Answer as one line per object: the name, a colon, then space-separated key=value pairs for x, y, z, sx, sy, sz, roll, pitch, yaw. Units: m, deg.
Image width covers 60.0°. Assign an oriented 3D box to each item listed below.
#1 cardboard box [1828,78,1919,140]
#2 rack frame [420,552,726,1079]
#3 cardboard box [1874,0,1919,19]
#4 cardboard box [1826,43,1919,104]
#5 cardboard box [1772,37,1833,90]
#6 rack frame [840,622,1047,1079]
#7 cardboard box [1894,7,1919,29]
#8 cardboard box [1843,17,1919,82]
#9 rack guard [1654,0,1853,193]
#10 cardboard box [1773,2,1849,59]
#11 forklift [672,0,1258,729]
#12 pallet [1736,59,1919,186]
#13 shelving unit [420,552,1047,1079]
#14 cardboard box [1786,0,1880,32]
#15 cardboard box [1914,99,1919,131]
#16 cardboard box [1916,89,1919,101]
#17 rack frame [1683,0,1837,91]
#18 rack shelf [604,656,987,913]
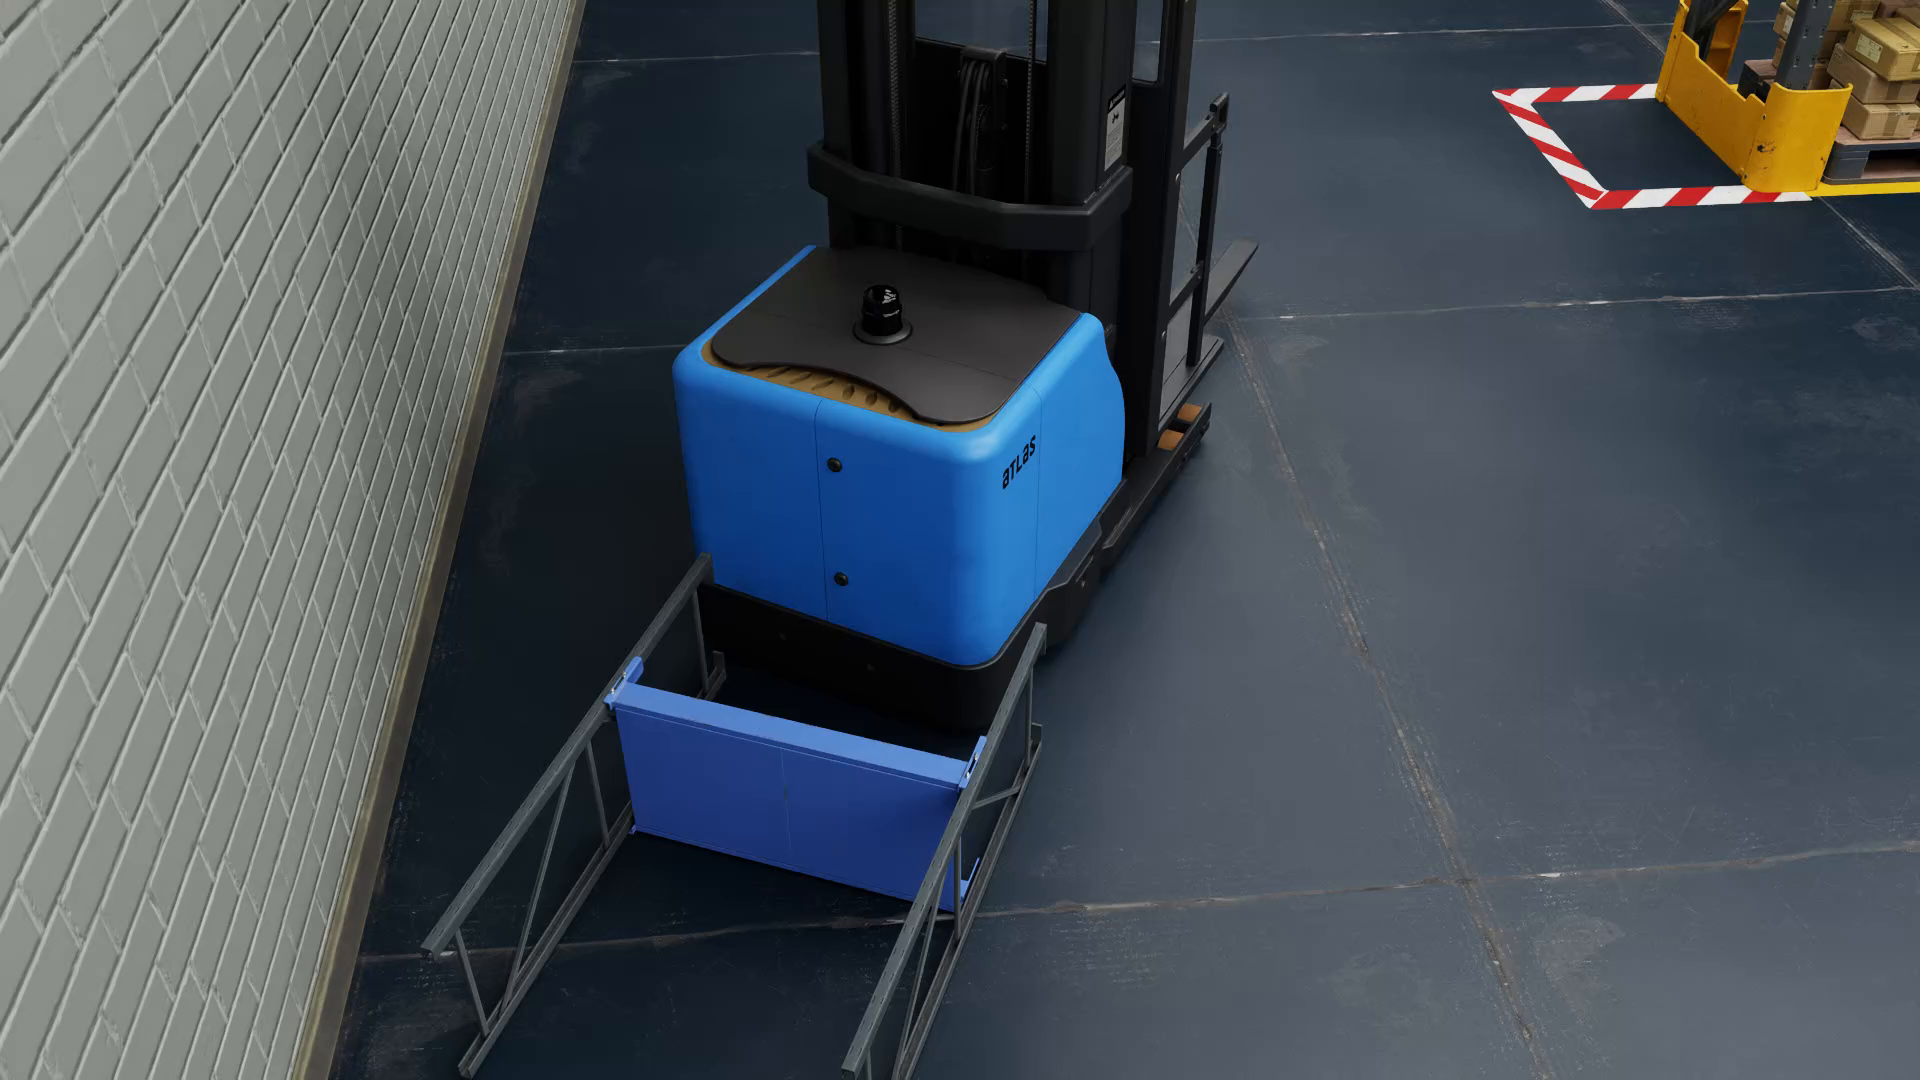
cardboard box: x=4.320 y=-2.048 z=7.886 sx=0.250 sy=0.149 sz=0.380 roll=-2 pitch=38 yaw=-3
rack frame: x=-0.973 y=0.675 z=4.460 sx=0.032 sy=0.500 sz=1.500 roll=11 pitch=40 yaw=14
cardboard box: x=4.530 y=-2.614 z=8.123 sx=0.250 sy=0.149 sz=0.380 roll=-2 pitch=38 yaw=-3
cardboard box: x=4.314 y=-2.204 z=7.844 sx=0.250 sy=0.149 sz=0.380 roll=-2 pitch=38 yaw=-2
cardboard box: x=4.276 y=-2.374 z=8.300 sx=0.250 sy=0.149 sz=0.380 roll=-3 pitch=38 yaw=-3
rack frame: x=-0.006 y=0.869 z=4.214 sx=0.032 sy=0.500 sz=1.500 roll=11 pitch=40 yaw=14
cardboard box: x=4.586 y=-2.359 z=7.800 sx=0.250 sy=0.149 sz=0.380 roll=-2 pitch=38 yaw=-3
cardboard box: x=4.322 y=-2.269 z=7.687 sx=0.250 sy=0.149 sz=0.380 roll=-5 pitch=39 yaw=-6
rack guard: x=3.845 y=-2.194 z=8.127 sx=0.348 sy=0.500 sz=1.175 roll=-3 pitch=38 yaw=-4
cardboard box: x=4.270 y=-2.538 z=8.268 sx=0.250 sy=0.149 sz=0.380 roll=-4 pitch=38 yaw=-5
forklift: x=0.278 y=-1.496 z=5.280 sx=1.130 sy=2.935 sz=3.031 roll=17 pitch=41 yaw=21
pallet: x=4.658 y=-2.103 z=8.245 sx=1.213 sy=0.211 sz=1.003 roll=-3 pitch=38 yaw=-4
shelving unit: x=-0.489 y=0.772 z=4.337 sx=1.048 sy=0.538 sz=1.500 roll=11 pitch=40 yaw=14
cardboard box: x=4.275 y=-2.635 z=8.151 sx=0.250 sy=0.149 sz=0.380 roll=-3 pitch=38 yaw=-3
cardboard box: x=4.573 y=-2.113 z=7.968 sx=0.250 sy=0.149 sz=0.380 roll=-3 pitch=38 yaw=-4
cardboard box: x=4.592 y=-2.184 z=7.819 sx=0.250 sy=0.149 sz=0.380 roll=-3 pitch=38 yaw=-4
rack frame: x=3.770 y=-3.171 z=7.347 sx=0.127 sy=3.000 sz=1.000 roll=-3 pitch=38 yaw=-4
rack shelf: x=-0.434 y=0.666 z=4.471 sx=1.000 sy=0.538 sz=0.185 roll=11 pitch=40 yaw=14
